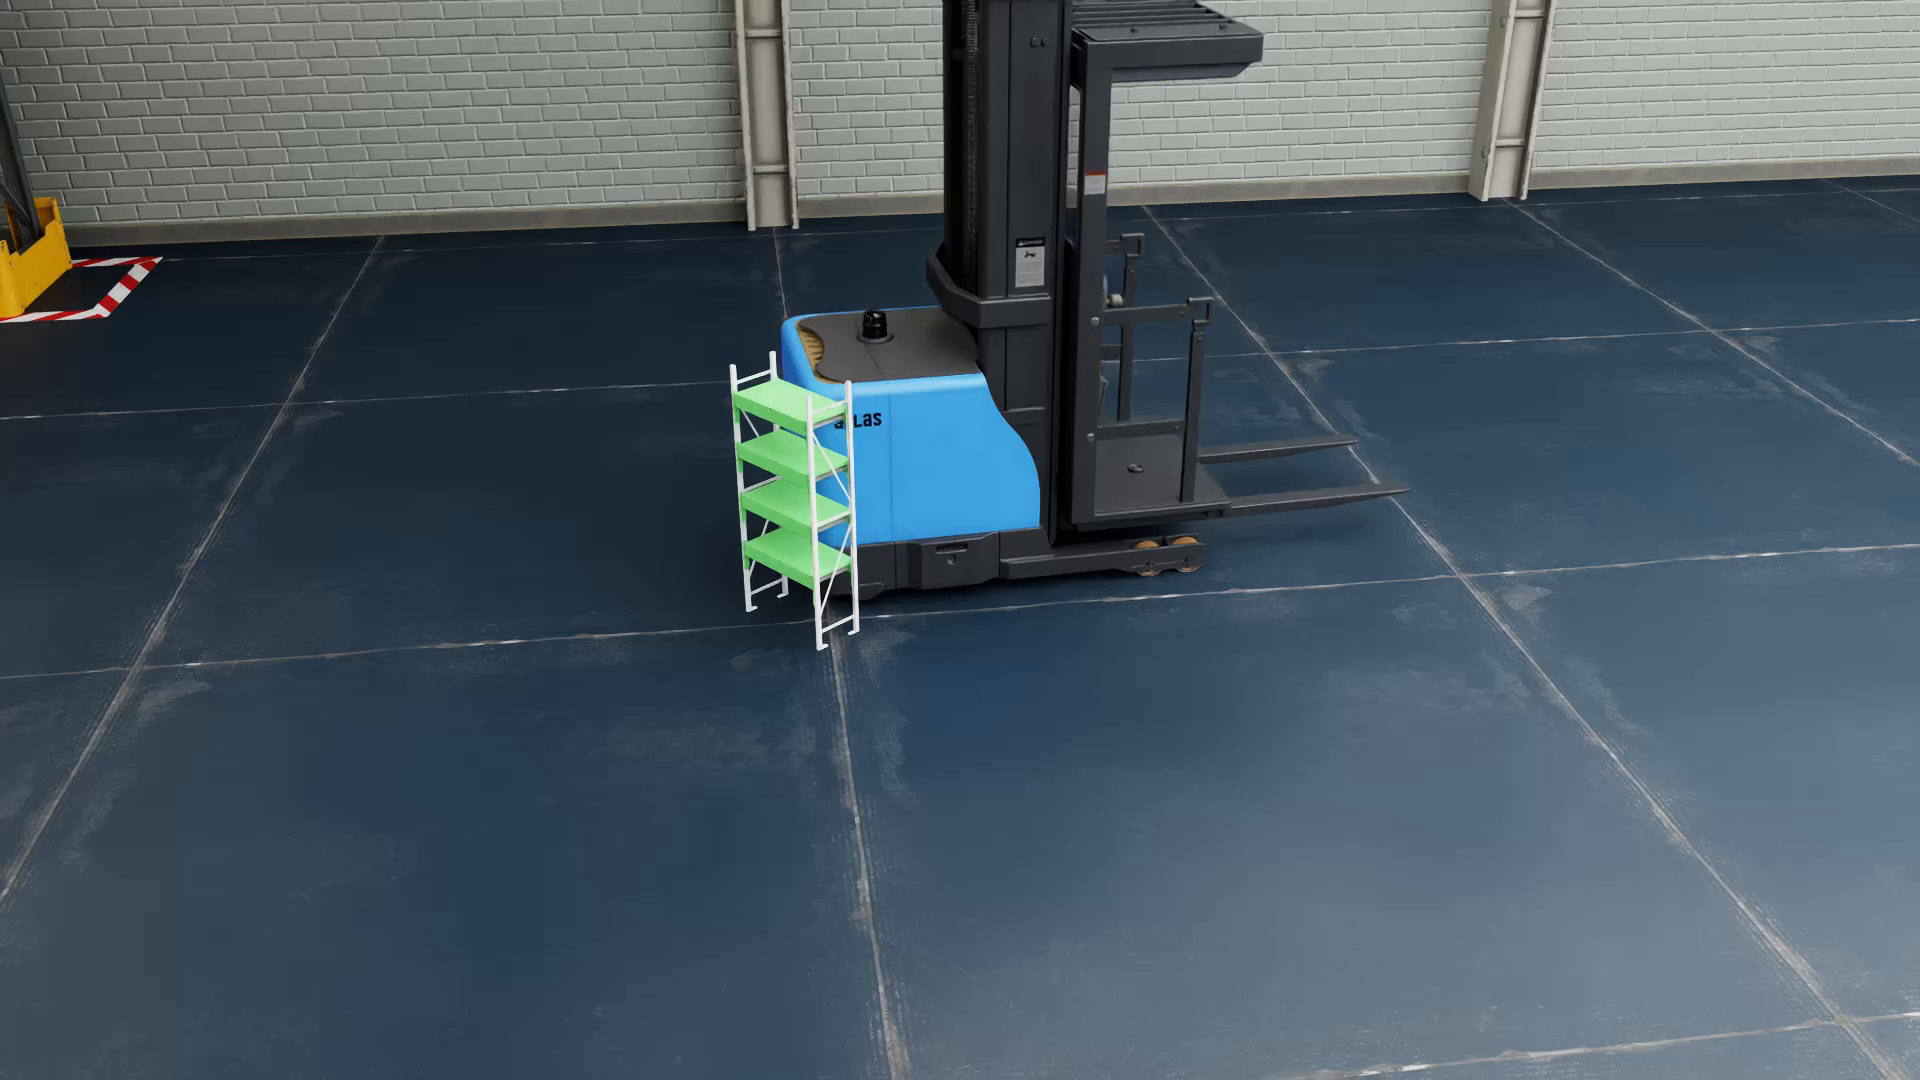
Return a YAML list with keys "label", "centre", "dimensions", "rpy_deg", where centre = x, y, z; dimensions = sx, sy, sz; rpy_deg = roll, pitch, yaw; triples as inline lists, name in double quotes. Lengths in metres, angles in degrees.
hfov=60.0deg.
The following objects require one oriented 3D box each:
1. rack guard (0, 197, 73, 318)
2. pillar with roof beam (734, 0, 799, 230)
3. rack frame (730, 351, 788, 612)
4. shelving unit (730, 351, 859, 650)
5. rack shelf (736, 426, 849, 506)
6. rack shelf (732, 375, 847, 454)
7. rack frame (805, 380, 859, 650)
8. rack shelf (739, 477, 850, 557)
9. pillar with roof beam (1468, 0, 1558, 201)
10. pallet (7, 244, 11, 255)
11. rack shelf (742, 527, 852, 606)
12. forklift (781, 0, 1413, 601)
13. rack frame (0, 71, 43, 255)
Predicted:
- label: "rack guard"
  centre: [-6.577, -1.971, 11.544]
  dimensions: [0.348, 0.500, 1.175]
  rpy_deg: [-4, 27, -7]
- label: "pillar with roof beam"
  centre: [-0.875, -4.549, 7.259]
  dimensions: [0.400, 9.000, 9.100]
  rpy_deg: [-4, 27, -7]
- label: "rack frame"
  centre: [-0.890, -0.245, 7.413]
  dimensions: [0.015, 1.200, 0.240]
  rpy_deg: [24, 36, 38]
- label: "shelving unit"
  centre: [-0.716, -0.167, 7.262]
  dimensions: [0.503, 1.200, 0.258]
  rpy_deg: [24, 36, 38]
- label: "rack shelf"
  centre: [-0.716, -0.324, 7.181]
  dimensions: [0.480, 0.148, 0.258]
  rpy_deg: [24, 36, 38]
- label: "rack shelf"
  centre: [-0.716, -0.537, 7.072]
  dimensions: [0.480, 0.148, 0.258]
  rpy_deg: [24, 36, 38]
- label: "rack frame"
  centre: [-0.541, -0.089, 7.110]
  dimensions: [0.015, 1.200, 0.240]
  rpy_deg: [24, 36, 38]
- label: "rack shelf"
  centre: [-0.716, -0.110, 7.291]
  dimensions: [0.480, 0.148, 0.258]
  rpy_deg: [24, 36, 38]
- label: "pillar with roof beam"
  centre: [5.067, -4.931, 8.003]
  dimensions: [0.400, 9.000, 9.100]
  rpy_deg: [-4, 27, -7]
- label: "pallet"
  centre: [-7.352, -1.774, 11.475]
  dimensions: [1.213, 0.211, 1.003]
  rpy_deg: [-4, 27, -7]
- label: "rack shelf"
  centre: [-0.716, 0.103, 7.400]
  dimensions: [0.480, 0.148, 0.258]
  rpy_deg: [24, 36, 38]
- label: "forklift"
  centre: [0.700, -1.360, 7.690]
  dimensions: [3.031, 2.935, 1.130]
  rpy_deg: [-6, 28, -11]
- label: "rack frame"
  centre: [-6.601, -3.082, 10.970]
  dimensions: [0.127, 3.000, 1.000]
  rpy_deg: [-4, 27, -7]
